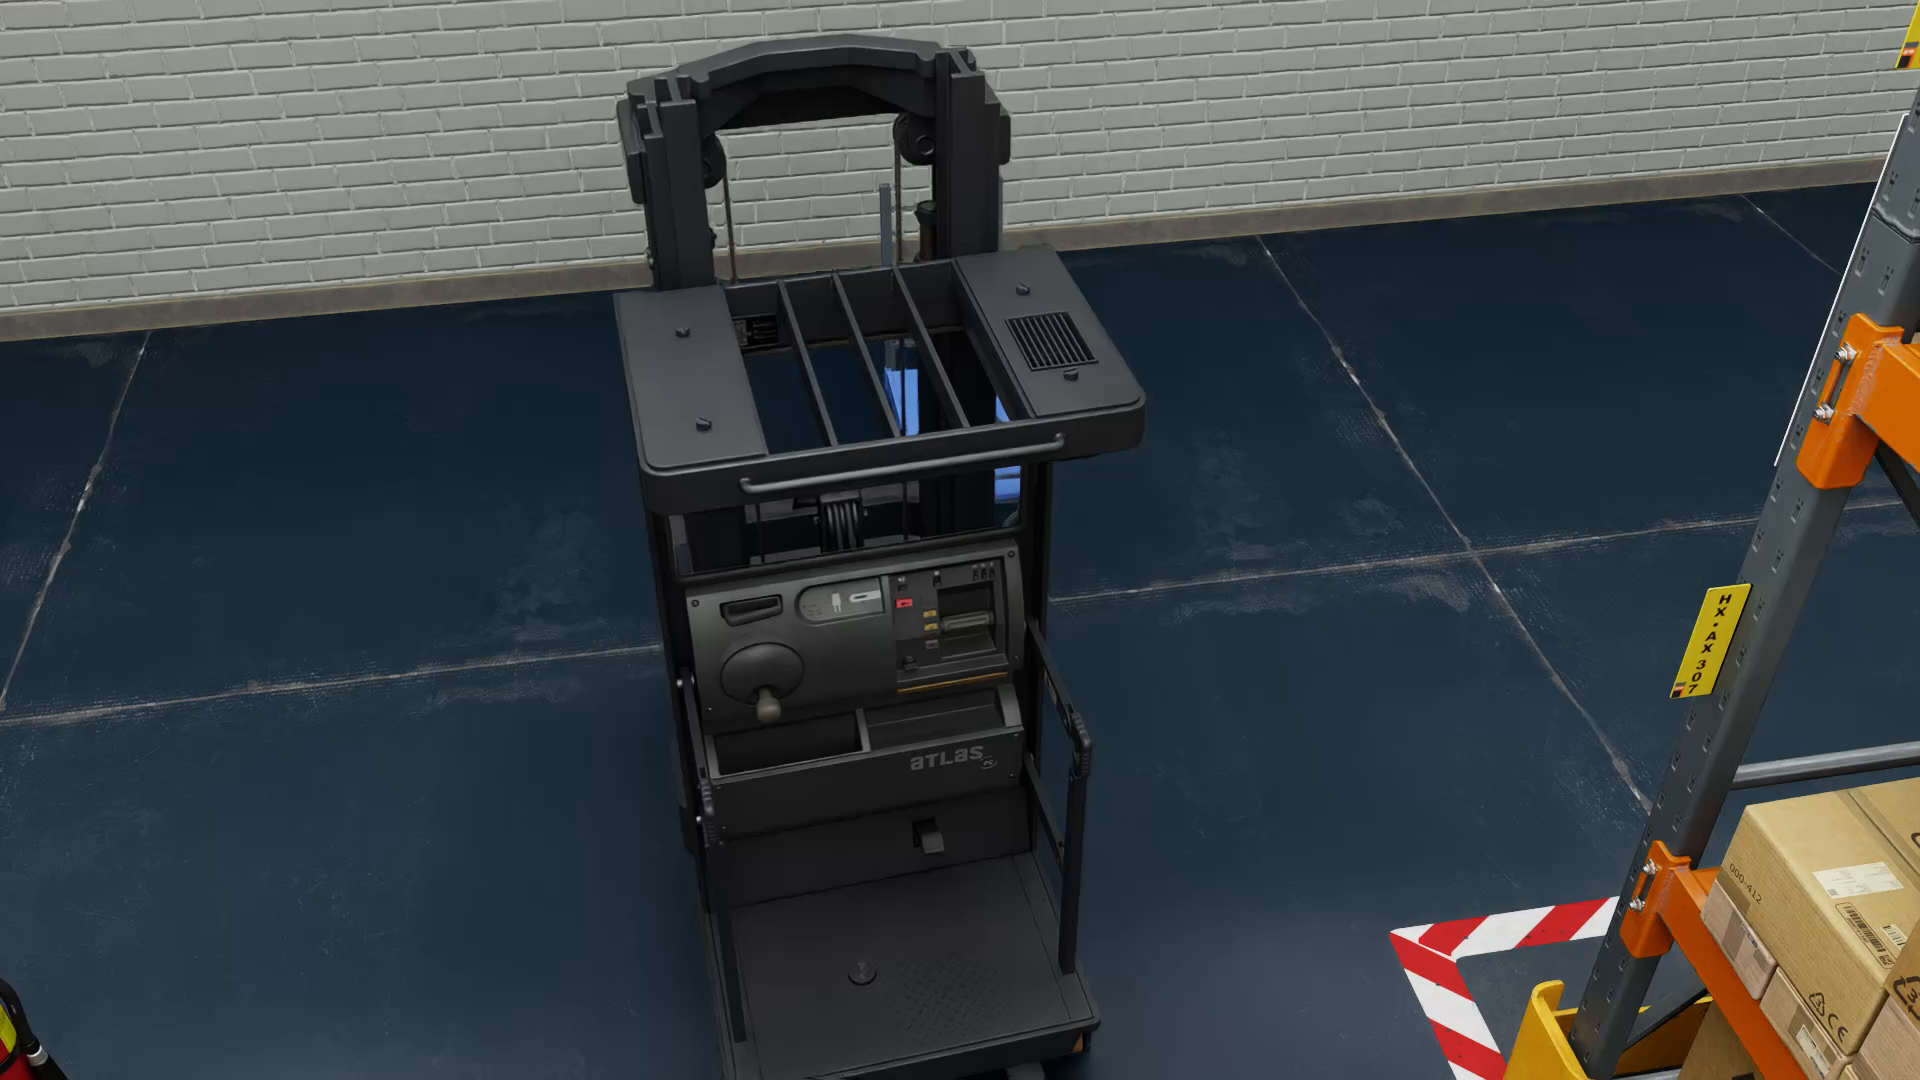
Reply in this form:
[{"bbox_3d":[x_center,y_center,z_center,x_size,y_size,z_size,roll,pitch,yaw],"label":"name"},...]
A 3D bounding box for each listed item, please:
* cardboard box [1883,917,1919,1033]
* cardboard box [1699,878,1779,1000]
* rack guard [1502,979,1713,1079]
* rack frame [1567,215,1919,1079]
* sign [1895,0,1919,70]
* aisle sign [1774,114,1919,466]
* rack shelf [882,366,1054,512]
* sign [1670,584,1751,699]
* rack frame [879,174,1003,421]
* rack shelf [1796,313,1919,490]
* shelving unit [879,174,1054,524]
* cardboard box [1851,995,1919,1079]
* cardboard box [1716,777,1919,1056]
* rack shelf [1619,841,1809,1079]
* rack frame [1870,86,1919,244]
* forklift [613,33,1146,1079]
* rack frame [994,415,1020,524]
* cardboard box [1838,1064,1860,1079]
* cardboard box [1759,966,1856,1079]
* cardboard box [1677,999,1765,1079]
[{"bbox_3d":[2.138,0.814,3.025,0.500,0.500,0.500,-7,38,-9],"label":"cardboard box"},{"bbox_3d":[1.970,0.897,3.855,0.380,0.149,0.250,-6,38,-7],"label":"cardboard box"},{"bbox_3d":[2.228,1.520,4.886,1.175,0.500,0.348,-6,38,-8],"label":"rack guard"},{"bbox_3d":[2.232,0.548,4.100,1.000,3.000,0.127,-6,38,-8],"label":"rack frame"},{"bbox_3d":[1.685,-0.957,2.815,0.100,0.325,0.005,-6,38,-8],"label":"sign"},{"bbox_3d":[1.924,-0.490,3.317,0.394,0.787,0.004,-6,38,-8],"label":"aisle sign"},{"bbox_3d":[0.015,-0.399,6.834,0.538,0.185,1.000,-6,38,-8],"label":"rack shelf"},{"bbox_3d":[1.685,0.231,3.738,0.100,0.325,0.005,-6,38,-8],"label":"sign"},{"bbox_3d":[-0.074,-0.848,7.119,0.500,1.500,0.032,-6,38,-8],"label":"rack frame"},{"bbox_3d":[2.583,0.855,1.846,1.077,0.370,4.000,-6,38,-8],"label":"rack shelf"},{"bbox_3d":[0.015,-0.541,6.724,0.538,1.500,1.048,-6,38,-8],"label":"shelving unit"},{"bbox_3d":[2.148,1.122,3.241,0.500,0.250,0.500,-7,38,-9],"label":"cardboard box"},{"bbox_3d":[2.050,0.808,3.644,0.500,0.250,0.500,-7,38,-9],"label":"cardboard box"},{"bbox_3d":[2.583,2.040,2.766,1.077,0.370,4.000,-6,38,-8],"label":"rack shelf"},{"bbox_3d":[2.232,-1.821,2.260,1.000,3.000,0.127,-6,38,-8],"label":"rack frame"},{"bbox_3d":[-0.225,0.329,4.438,1.130,2.935,3.031,-9,39,-11],"label":"forklift"},{"bbox_3d":[0.104,-0.234,6.328,0.500,1.500,0.032,-6,38,-8],"label":"rack frame"},{"bbox_3d":[2.061,1.206,3.457,0.380,0.149,0.250,-7,38,-9],"label":"cardboard box"},{"bbox_3d":[2.016,1.052,3.656,0.380,0.149,0.250,-7,38,-9],"label":"cardboard box"},{"bbox_3d":[2.423,1.599,4.137,0.875,0.875,0.875,-6,38,-8],"label":"cardboard box"}]
